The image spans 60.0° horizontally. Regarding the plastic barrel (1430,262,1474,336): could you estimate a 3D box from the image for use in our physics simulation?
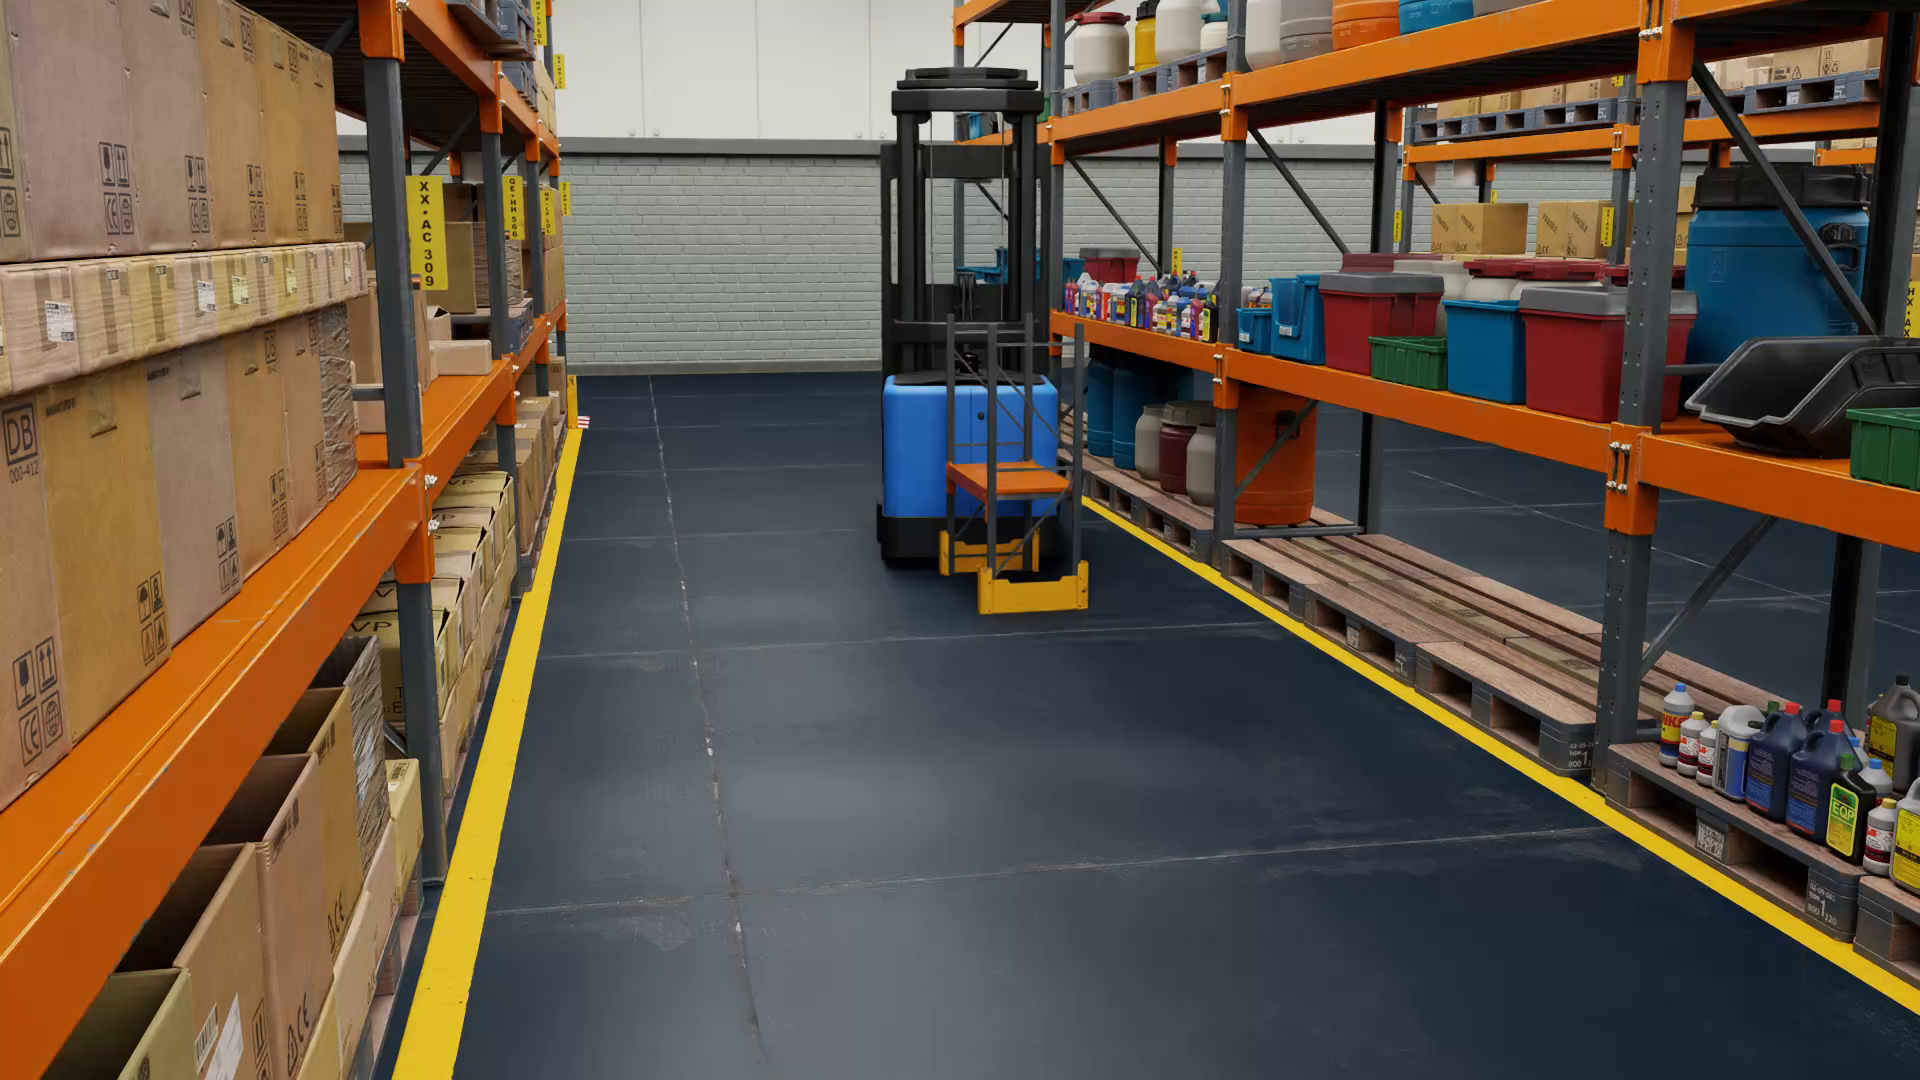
[{"bbox_3d":[2.483,-1.115,8.232,0.421,0.512,0.421,0,11,0],"label":"plastic barrel"}]

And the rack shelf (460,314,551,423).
[{"bbox_3d":[-3.257,-1.152,10.651,1.077,0.370,4.000,-2,11,-11],"label":"rack shelf"}]

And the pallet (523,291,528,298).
[{"bbox_3d":[-3.597,-1.627,11.738,1.003,0.211,1.213,-2,11,-11],"label":"pallet"}]

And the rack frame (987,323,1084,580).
[{"bbox_3d":[0.387,-0.362,8.586,0.500,1.500,0.032,-2,11,-12],"label":"rack frame"}]

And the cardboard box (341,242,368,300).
[{"bbox_3d":[-1.827,-0.731,4.511,0.380,0.149,0.250,-2,11,-11],"label":"cardboard box"}]

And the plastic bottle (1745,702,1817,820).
[{"bbox_3d":[2.520,0.664,5.094,0.144,0.351,0.185,-2,11,-9],"label":"plastic bottle"}]

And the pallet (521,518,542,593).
[{"bbox_3d":[-2.976,0.093,9.644,1.003,0.211,1.213,-2,11,-11],"label":"pallet"}]

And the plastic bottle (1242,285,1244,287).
[{"bbox_3d":[1.928,-1.669,11.574,0.144,0.351,0.185,-2,11,-11],"label":"plastic bottle"}]

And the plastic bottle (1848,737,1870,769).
[{"bbox_3d":[2.667,0.725,4.985,0.097,0.271,0.097,0,11,0],"label":"plastic bottle"}]

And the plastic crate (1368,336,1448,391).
[{"bbox_3d":[2.154,-0.790,7.389,0.450,0.188,0.662,-2,11,-11],"label":"plastic crate"}]

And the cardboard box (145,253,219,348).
[{"bbox_3d":[-1.475,-0.401,2.778,0.380,0.149,0.250,-2,11,-10],"label":"cardboard box"}]

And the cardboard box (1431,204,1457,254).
[{"bbox_3d":[5.220,-3.217,17.175,0.500,0.500,0.500,-2,11,-12],"label":"cardboard box"}]

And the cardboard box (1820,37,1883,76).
[{"bbox_3d":[6.407,-3.492,11.605,0.500,0.500,0.500,-2,11,-8],"label":"cardboard box"}]

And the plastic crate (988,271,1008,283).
[{"bbox_3d":[0.476,-2.379,15.459,0.416,0.233,0.300,-2,11,-11],"label":"plastic crate"}]

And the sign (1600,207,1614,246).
[{"bbox_3d":[5.528,-2.676,14.204,0.100,0.325,0.005,-2,11,-11],"label":"sign"}]

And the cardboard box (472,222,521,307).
[{"bbox_3d":[-3.091,-1.680,10.111,0.700,0.500,0.500,0,11,0],"label":"cardboard box"}]

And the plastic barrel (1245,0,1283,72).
[{"bbox_3d":[1.752,-2.778,8.950,0.421,0.512,0.421,0,11,0],"label":"plastic barrel"}]

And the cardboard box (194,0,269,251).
[{"bbox_3d":[-1.801,-0.826,3.276,0.700,0.500,0.500,-2,11,-11],"label":"cardboard box"}]

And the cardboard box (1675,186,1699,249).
[{"bbox_3d":[6.205,-2.657,13.683,0.797,0.503,0.637,-2,11,-12],"label":"cardboard box"}]

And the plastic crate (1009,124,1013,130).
[{"bbox_3d":[0.593,-3.615,14.351,0.293,0.136,0.466,-2,11,-11],"label":"plastic crate"}]

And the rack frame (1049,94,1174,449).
[{"bbox_3d":[1.214,-2.052,13.454,1.000,3.000,0.127,-2,11,-11],"label":"rack frame"}]

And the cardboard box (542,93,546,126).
[{"bbox_3d":[-3.687,-3.554,13.725,0.500,0.250,0.500,-2,11,-11],"label":"cardboard box"}]

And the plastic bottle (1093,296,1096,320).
[{"bbox_3d":[1.035,-1.730,12.296,0.097,0.201,0.097,0,11,0],"label":"plastic bottle"}]

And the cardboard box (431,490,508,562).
[{"bbox_3d":[-2.417,-0.087,7.865,0.500,0.311,0.500,-2,11,-12],"label":"cardboard box"}]

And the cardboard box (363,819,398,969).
[{"bbox_3d":[-1.697,0.909,4.131,0.500,0.250,0.500,-2,11,-11],"label":"cardboard box"}]

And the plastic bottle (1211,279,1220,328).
[{"bbox_3d":[1.805,-1.639,11.415,0.144,0.351,0.185,-2,11,-11],"label":"plastic bottle"}]

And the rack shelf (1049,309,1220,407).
[{"bbox_3d":[1.603,-1.332,11.594,1.077,0.370,4.000,-2,11,-11],"label":"rack shelf"}]

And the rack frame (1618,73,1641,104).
[{"bbox_3d":[6.072,-5.179,13.839,1.000,3.000,0.127,-2,11,-11],"label":"rack frame"}]

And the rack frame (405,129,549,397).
[{"bbox_3d":[-3.646,-1.872,12.511,1.000,3.000,0.127,-2,11,-11],"label":"rack frame"}]

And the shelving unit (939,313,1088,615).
[{"bbox_3d":[0.276,-0.456,9.082,0.587,1.500,1.083,-2,11,-12],"label":"shelving unit"}]

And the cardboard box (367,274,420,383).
[{"bbox_3d":[-2.423,-0.784,6.526,0.500,0.500,0.500,-2,11,-11],"label":"cardboard box"}]

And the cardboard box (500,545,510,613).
[{"bbox_3d":[-2.422,0.188,7.918,0.500,0.250,0.500,-2,11,-12],"label":"cardboard box"}]

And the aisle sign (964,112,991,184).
[{"bbox_3d":[0.131,-4.065,17.078,0.394,0.787,0.004,-2,11,-11],"label":"aisle sign"}]

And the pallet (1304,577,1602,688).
[{"bbox_3d":[2.338,0.419,7.933,1.003,0.211,1.213,-2,11,-11],"label":"pallet"}]

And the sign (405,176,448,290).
[{"bbox_3d":[-1.545,-0.890,4.821,0.100,0.325,0.005,-2,11,-11],"label":"sign"}]

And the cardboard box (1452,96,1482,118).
[{"bbox_3d":[5.439,-4.543,16.860,0.700,0.500,0.500,-3,11,-13],"label":"cardboard box"}]

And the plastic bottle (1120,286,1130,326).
[{"bbox_3d":[1.170,-1.637,11.620,0.097,0.271,0.097,0,11,0],"label":"plastic bottle"}]

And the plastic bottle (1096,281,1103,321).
[{"bbox_3d":[1.040,-1.749,12.174,0.061,0.283,0.133,-2,11,-11],"label":"plastic bottle"}]

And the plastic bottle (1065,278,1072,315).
[{"bbox_3d":[0.867,-1.912,13.030,0.061,0.283,0.133,-2,11,-11],"label":"plastic bottle"}]

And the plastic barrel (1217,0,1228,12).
[{"bbox_3d":[1.696,-3.670,11.472,0.600,0.901,0.708,-2,11,-11],"label":"plastic barrel"}]

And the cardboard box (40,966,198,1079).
[{"bbox_3d":[-1.297,0.907,2.136,0.500,0.500,0.500,-2,11,-11],"label":"cardboard box"}]

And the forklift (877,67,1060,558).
[{"bbox_3d":[0.031,-1.551,11.008,1.130,2.935,3.031,0,11,-1],"label":"forklift"}]

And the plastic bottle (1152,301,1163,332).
[{"bbox_3d":[1.313,-1.468,10.920,0.097,0.201,0.097,0,11,0],"label":"plastic bottle"}]

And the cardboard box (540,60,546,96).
[{"bbox_3d":[-3.681,-3.800,13.679,0.500,0.250,0.500,-2,11,-11],"label":"cardboard box"}]

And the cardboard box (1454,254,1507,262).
[{"bbox_3d":[5.325,-2.753,16.742,0.500,0.250,0.500,-2,11,-13],"label":"cardboard box"}]

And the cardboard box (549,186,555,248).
[{"bbox_3d":[-3.661,-2.698,13.908,0.500,0.500,0.500,-2,11,-13],"label":"cardboard box"}]

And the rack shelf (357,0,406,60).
[{"bbox_3d":[-1.701,-1.158,2.662,1.077,0.370,4.000,-2,11,-11],"label":"rack shelf"}]

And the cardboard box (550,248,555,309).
[{"bbox_3d":[-3.580,-2.119,13.538,0.500,0.500,0.500,-2,11,-10],"label":"cardboard box"}]

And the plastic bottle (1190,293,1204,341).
[{"bbox_3d":[1.450,-1.362,10.141,0.061,0.283,0.133,-2,11,-11],"label":"plastic bottle"}]

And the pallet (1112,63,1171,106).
[{"bbox_3d":[1.686,-3.084,11.362,1.003,0.211,1.213,-2,11,-11],"label":"pallet"}]

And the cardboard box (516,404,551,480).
[{"bbox_3d":[-3.181,-0.689,11.805,0.500,0.500,0.500,-2,11,-11],"label":"cardboard box"}]

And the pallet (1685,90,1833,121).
[{"bbox_3d":[6.299,-3.445,13.263,0.805,0.209,1.217,-3,11,-13],"label":"pallet"}]
